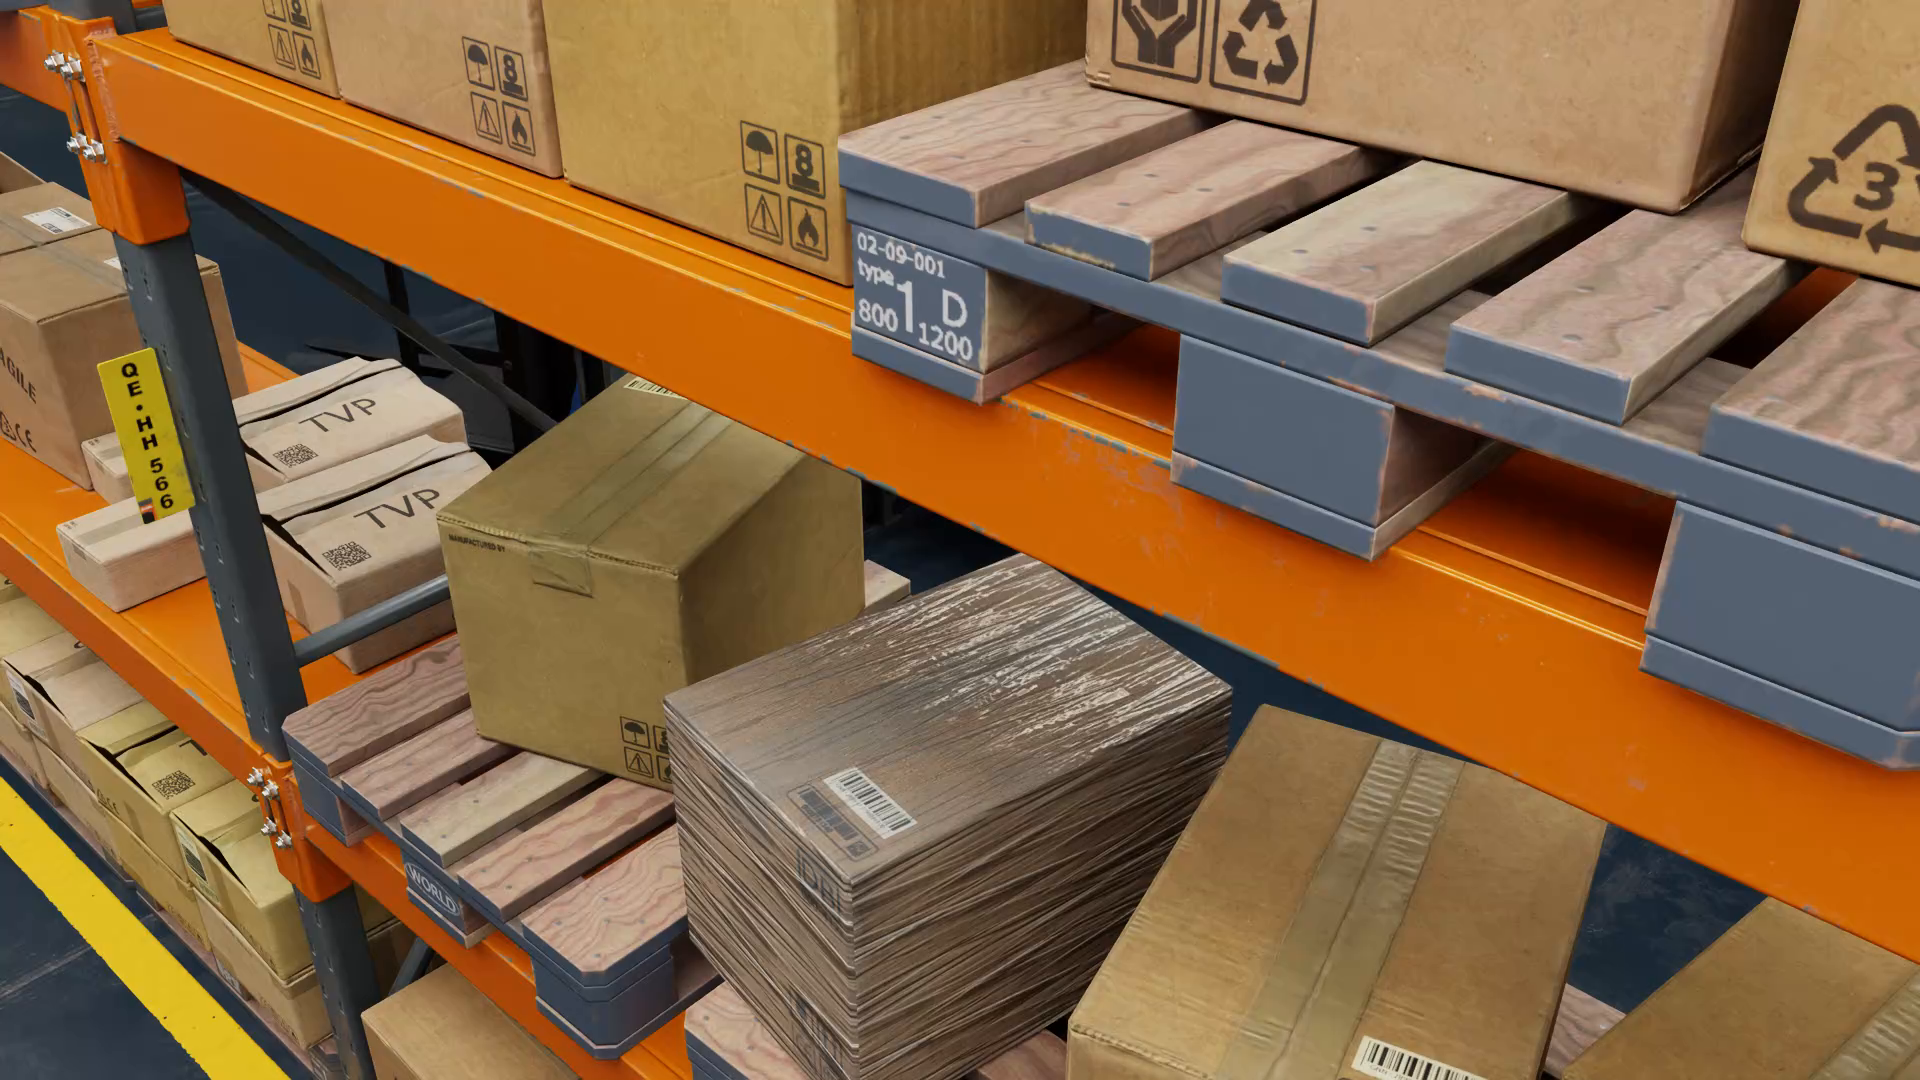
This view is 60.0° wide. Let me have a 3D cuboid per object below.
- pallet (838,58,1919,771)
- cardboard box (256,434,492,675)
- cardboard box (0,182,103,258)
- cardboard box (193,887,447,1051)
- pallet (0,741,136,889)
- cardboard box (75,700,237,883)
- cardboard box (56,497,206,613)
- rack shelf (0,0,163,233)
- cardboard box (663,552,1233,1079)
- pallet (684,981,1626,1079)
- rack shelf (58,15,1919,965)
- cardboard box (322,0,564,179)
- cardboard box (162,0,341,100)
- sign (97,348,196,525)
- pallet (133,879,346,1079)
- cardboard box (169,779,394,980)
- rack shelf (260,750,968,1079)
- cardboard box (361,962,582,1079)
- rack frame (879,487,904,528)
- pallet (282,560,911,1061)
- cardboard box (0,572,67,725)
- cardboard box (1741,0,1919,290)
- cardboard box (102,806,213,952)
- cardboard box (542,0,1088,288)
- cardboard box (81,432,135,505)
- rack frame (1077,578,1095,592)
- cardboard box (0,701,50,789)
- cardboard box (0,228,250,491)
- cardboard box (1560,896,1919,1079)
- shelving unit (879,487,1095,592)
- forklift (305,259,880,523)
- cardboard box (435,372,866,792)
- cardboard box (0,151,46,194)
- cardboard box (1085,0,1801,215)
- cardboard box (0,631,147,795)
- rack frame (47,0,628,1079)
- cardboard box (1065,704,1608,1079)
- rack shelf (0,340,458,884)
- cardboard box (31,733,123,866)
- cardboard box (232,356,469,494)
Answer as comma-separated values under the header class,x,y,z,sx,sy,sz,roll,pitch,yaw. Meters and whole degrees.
class,x,y,z,sx,sy,sz,roll,pitch,yaw
pallet,0.650,-0.334,1.671,1.003,0.211,1.213,25,39,35
cardboard box,-1.349,-0.008,3.941,0.500,0.311,0.500,-27,40,-37
cardboard box,-2.754,-0.703,4.913,0.500,0.500,0.500,25,39,35
cardboard box,-1.662,1.006,4.430,0.500,0.250,0.500,26,40,36
pallet,-2.593,0.569,5.600,1.213,0.211,1.003,25,39,35
cardboard box,-2.052,0.590,4.577,0.500,0.311,0.500,24,39,34
cardboard box,-1.960,-0.002,4.088,0.250,0.149,0.380,25,39,35
rack shelf,-2.591,-1.573,4.243,4.000,0.370,1.077,25,39,35
cardboard box,-0.016,0.438,2.610,0.700,0.500,0.500,-21,37,-31
pallet,0.337,0.850,2.616,1.213,0.211,1.003,25,39,35
rack shelf,0.375,-0.188,1.944,4.000,0.370,1.077,25,39,35
cardboard box,-0.384,-0.917,2.359,0.500,0.500,0.910,25,39,35
cardboard box,-0.762,-1.093,2.653,0.500,0.500,0.910,25,39,35
sign,-1.478,-0.186,3.028,0.005,0.325,0.100,25,39,35
pallet,-1.692,0.991,4.899,1.213,0.211,1.003,25,39,35
cardboard box,-1.662,0.767,4.282,0.500,0.311,0.500,26,40,36
rack shelf,0.375,1.097,2.717,4.000,0.370,1.077,25,39,35
cardboard box,-0.963,1.246,3.770,0.500,0.500,0.500,27,40,37
rack frame,-0.153,-0.794,6.615,0.032,1.500,0.500,24,39,34
pallet,-0.559,0.386,3.386,1.003,0.211,1.213,25,39,35
cardboard box,-2.794,0.240,5.159,0.500,0.311,0.500,26,40,36
cardboard box,1.023,-0.495,1.155,0.600,0.600,0.600,25,39,35
cardboard box,-2.047,0.829,4.724,0.500,0.250,0.500,25,39,35
cardboard box,0.001,-0.737,2.061,0.500,0.500,0.910,25,39,35
cardboard box,-2.092,-0.216,4.444,0.380,0.149,0.250,-26,40,-36
rack frame,0.611,-0.449,6.041,0.032,1.500,0.500,24,39,34
cardboard box,-2.801,0.477,5.309,0.500,0.250,0.500,26,40,36
cardboard box,-2.363,-0.521,4.610,0.500,0.500,0.500,23,38,33
cardboard box,1.104,0.795,2.017,0.700,0.500,0.500,-22,38,-32
shelving unit,0.229,-0.621,6.328,1.048,1.500,0.538,24,39,34
forklift,-1.773,-1.587,6.545,3.031,2.935,1.130,11,33,17
cardboard box,-0.566,0.048,3.257,0.500,0.500,0.700,12,33,19
cardboard box,-3.125,-0.876,5.201,0.500,0.500,0.500,-26,40,-36
cardboard box,0.543,-0.733,1.550,0.600,0.600,0.600,23,38,33
cardboard box,-2.424,0.414,4.869,0.500,0.311,0.500,25,39,35
rack frame,-1.108,0.096,3.682,0.127,3.000,1.000,25,39,35
cardboard box,0.506,0.670,2.224,0.500,0.500,0.700,15,34,23
rack shelf,-2.591,-0.288,5.017,4.000,0.370,1.077,25,39,35
cardboard box,-2.417,0.653,5.015,0.500,0.250,0.500,26,40,36
cardboard box,-1.641,-0.249,4.342,0.500,0.311,0.500,25,39,35
